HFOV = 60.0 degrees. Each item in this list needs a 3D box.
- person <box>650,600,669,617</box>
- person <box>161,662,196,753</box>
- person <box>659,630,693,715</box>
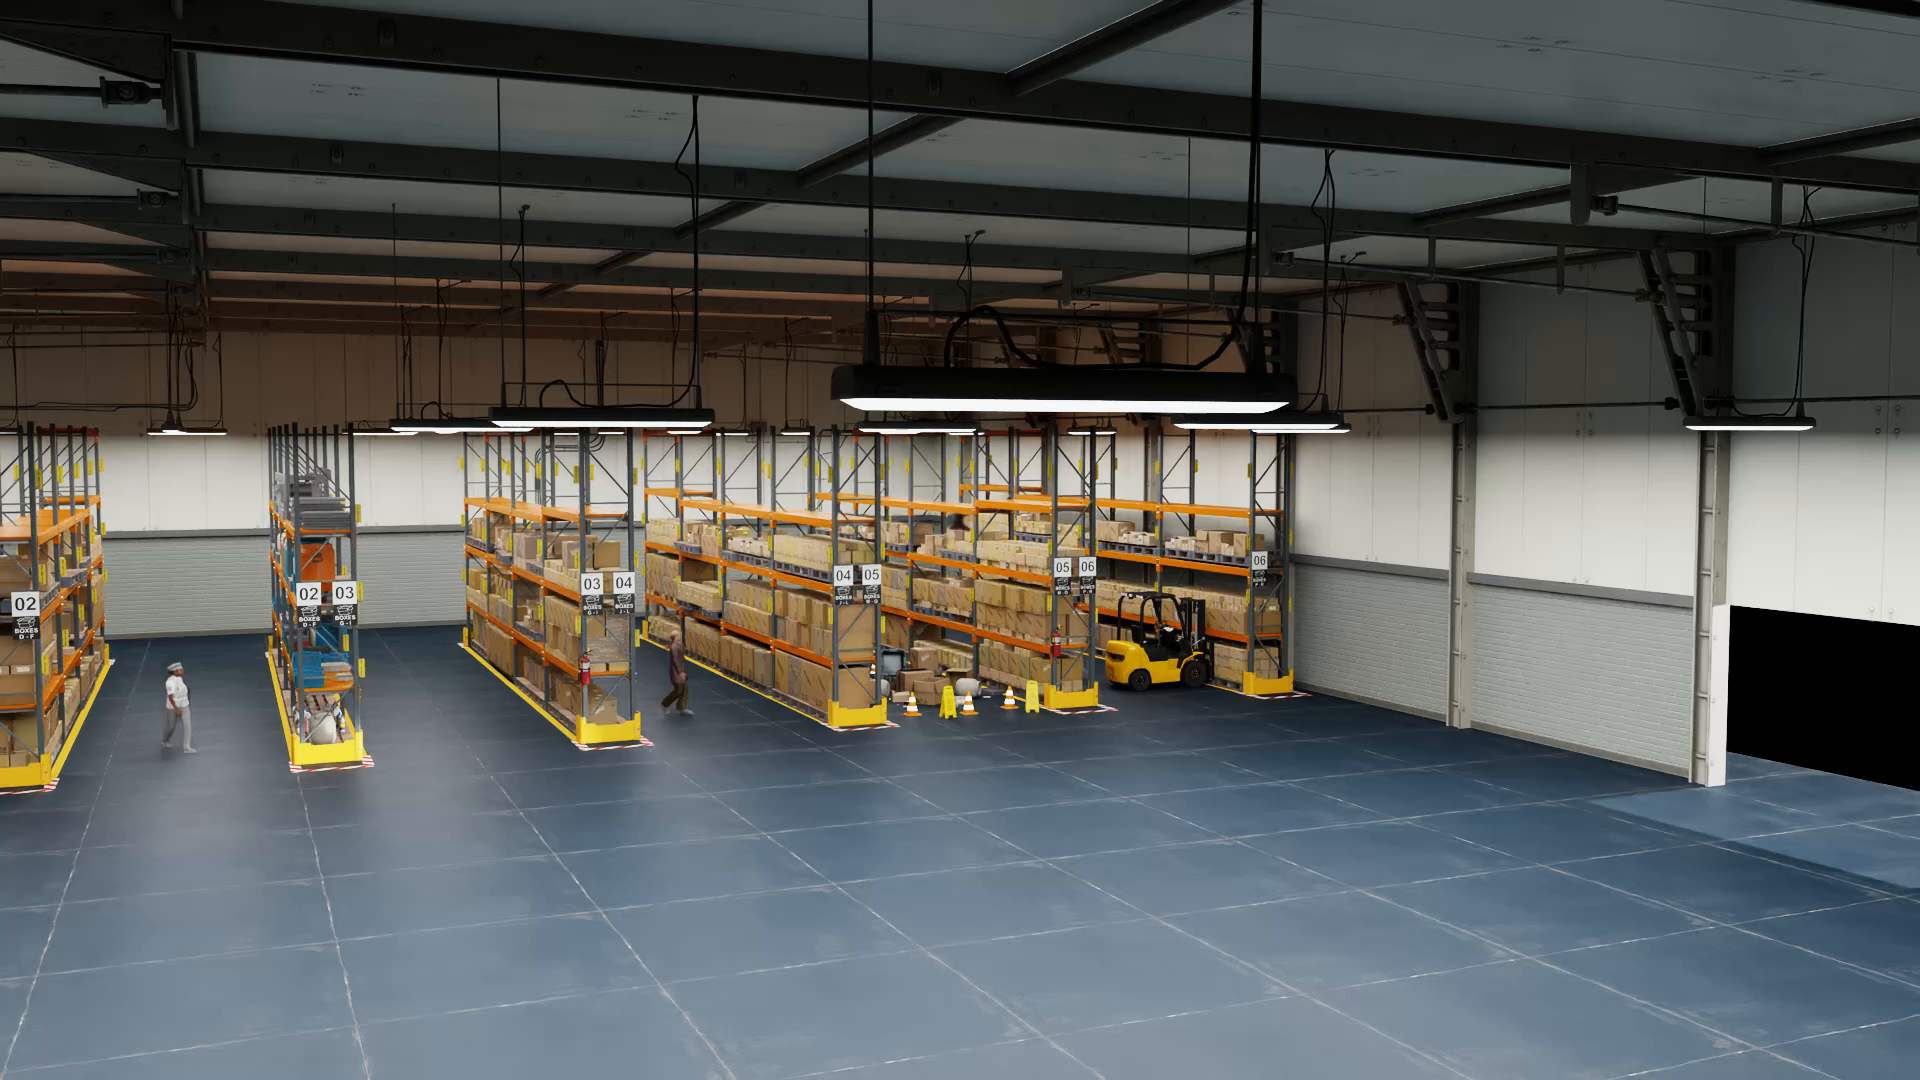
[{"bbox_3d":[-8.861,1.888,49.044,0.574,1.743,0.588,0,3,-3],"label":"person"},{"bbox_3d":[-14.280,3.045,30.339,0.927,1.644,0.428,3,5,44],"label":"person"},{"bbox_3d":[-5.891,2.753,34.513,0.689,1.779,0.611,0,3,5],"label":"person"}]
